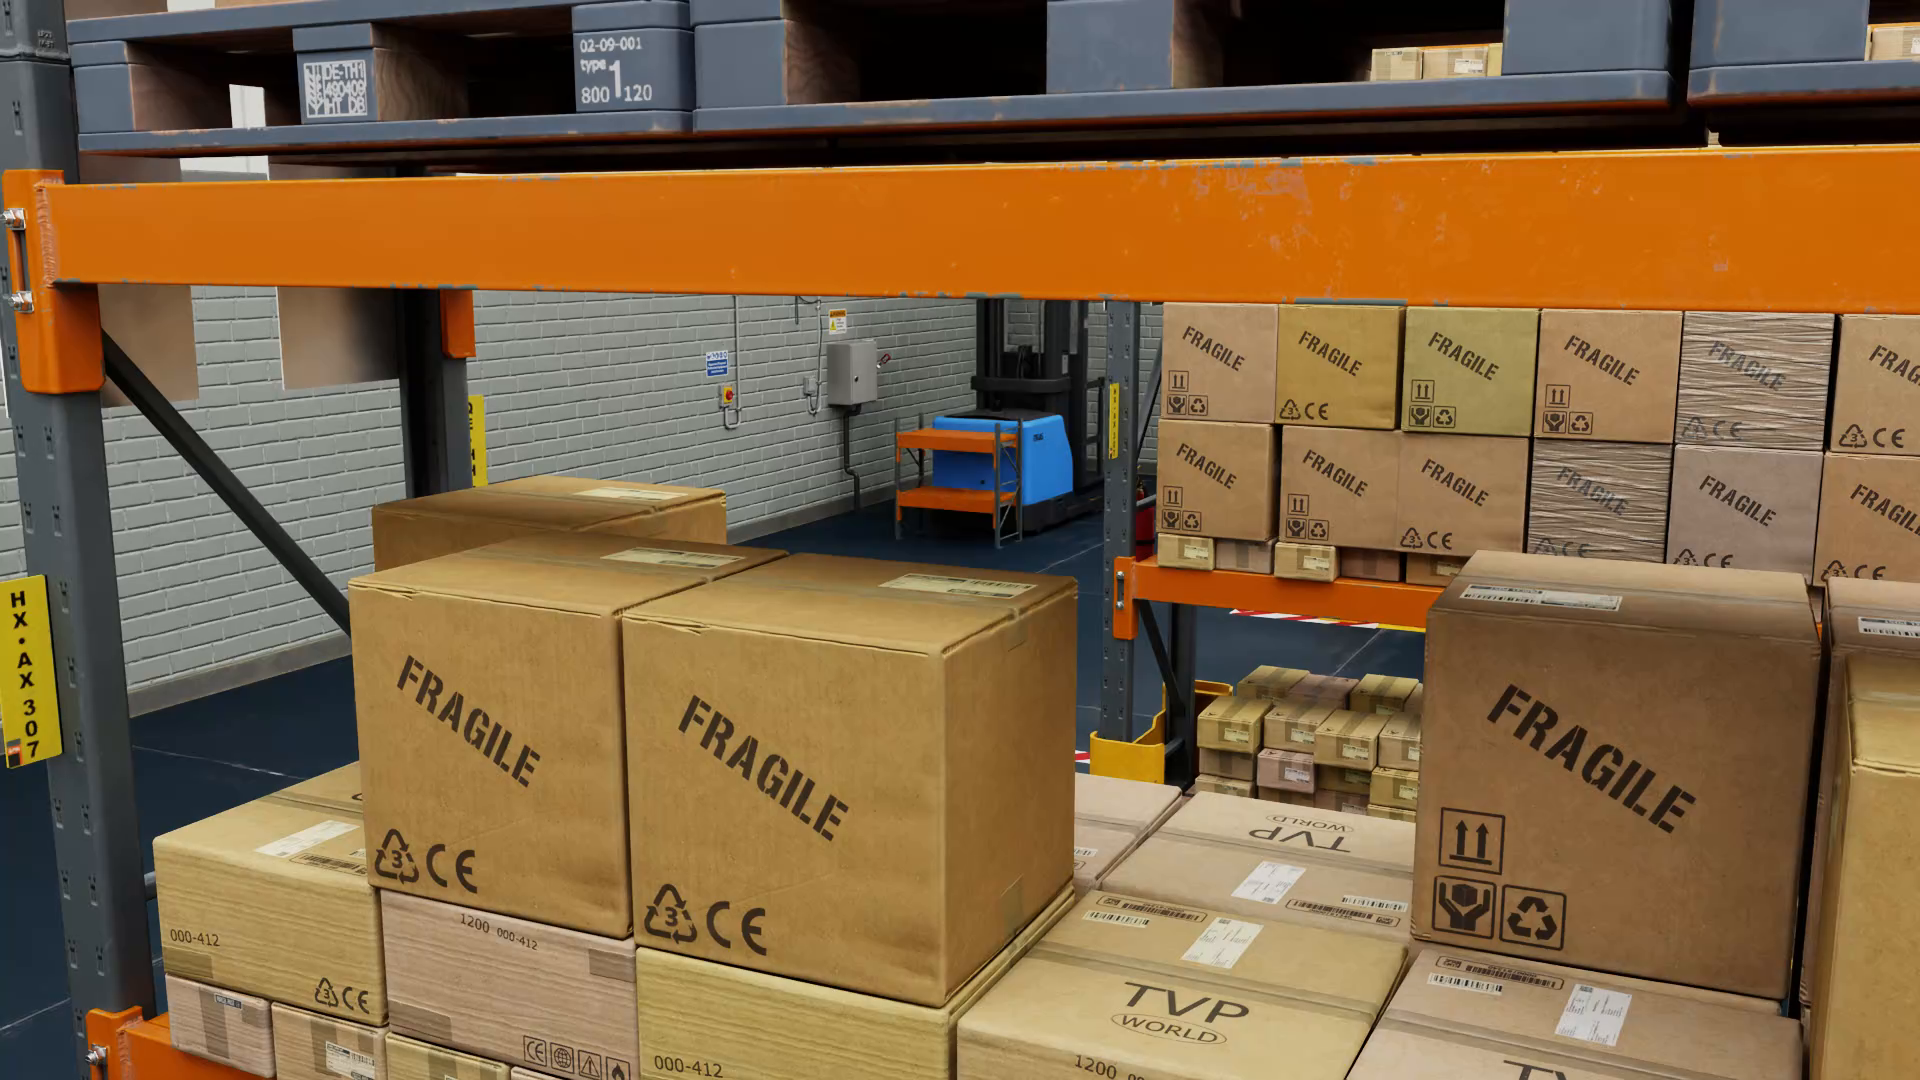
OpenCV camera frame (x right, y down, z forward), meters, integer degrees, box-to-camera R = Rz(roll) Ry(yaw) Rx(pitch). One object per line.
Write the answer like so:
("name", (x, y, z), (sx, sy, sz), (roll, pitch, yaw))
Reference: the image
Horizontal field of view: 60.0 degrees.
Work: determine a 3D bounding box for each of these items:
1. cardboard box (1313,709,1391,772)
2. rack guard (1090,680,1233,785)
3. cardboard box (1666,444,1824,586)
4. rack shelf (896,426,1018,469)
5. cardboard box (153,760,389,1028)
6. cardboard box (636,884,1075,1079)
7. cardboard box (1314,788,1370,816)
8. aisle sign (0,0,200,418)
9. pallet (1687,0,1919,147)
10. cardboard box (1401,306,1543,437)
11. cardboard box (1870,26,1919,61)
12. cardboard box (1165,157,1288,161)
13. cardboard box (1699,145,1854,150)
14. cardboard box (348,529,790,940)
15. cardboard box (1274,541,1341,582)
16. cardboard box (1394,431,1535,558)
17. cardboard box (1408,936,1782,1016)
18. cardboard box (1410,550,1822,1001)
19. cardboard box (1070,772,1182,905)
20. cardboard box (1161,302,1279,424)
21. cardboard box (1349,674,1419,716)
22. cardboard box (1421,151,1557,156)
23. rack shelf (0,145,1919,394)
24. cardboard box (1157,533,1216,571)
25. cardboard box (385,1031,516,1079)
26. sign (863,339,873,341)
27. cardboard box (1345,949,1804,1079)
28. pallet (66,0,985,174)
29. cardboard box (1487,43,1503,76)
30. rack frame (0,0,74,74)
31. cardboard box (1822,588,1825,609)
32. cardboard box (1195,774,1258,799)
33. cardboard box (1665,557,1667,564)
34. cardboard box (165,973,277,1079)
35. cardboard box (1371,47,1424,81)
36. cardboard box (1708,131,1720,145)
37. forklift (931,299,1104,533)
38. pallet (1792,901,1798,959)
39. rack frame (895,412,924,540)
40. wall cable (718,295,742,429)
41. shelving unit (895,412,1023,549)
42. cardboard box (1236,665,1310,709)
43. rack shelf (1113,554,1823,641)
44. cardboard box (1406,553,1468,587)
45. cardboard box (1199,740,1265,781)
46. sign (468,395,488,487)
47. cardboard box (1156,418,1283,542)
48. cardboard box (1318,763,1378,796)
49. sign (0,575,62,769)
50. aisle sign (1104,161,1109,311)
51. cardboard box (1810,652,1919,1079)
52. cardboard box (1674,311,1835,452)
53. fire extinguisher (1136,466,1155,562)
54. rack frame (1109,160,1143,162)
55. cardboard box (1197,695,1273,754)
("cardboard box", (1.701, 0.863, 7.195), (0.250, 0.149, 0.380), (5, 11, 26))
("rack guard", (0.980, 1.057, 7.985), (0.348, 0.500, 1.175), (5, 11, 26))
("cardboard box", (3.029, -0.133, 6.425), (0.500, 0.500, 0.500), (5, 11, 26))
("rack shelf", (-0.014, -0.841, 15.073), (1.000, 0.278, 0.538), (5, 12, 27))
("cardboard box", (-1.063, 0.614, 3.002), (0.500, 0.250, 0.500), (5, 11, 24))
("cardboard box", (-0.144, 0.694, 2.560), (0.500, 0.250, 0.500), (5, 11, 24))
("cardboard box", (1.737, 1.136, 7.358), (0.250, 0.149, 0.380), (5, 11, 26))
("aisle sign", (-1.571, -0.632, 2.998), (0.004, 0.787, 0.394), (5, 11, 26))
("pallet", (1.484, -0.578, 1.827), (1.213, 0.211, 1.003), (5, 11, 26))
("cardboard box", (2.109, -0.705, 6.781), (0.500, 0.500, 0.500), (5, 11, 25))
("cardboard box", (3.435, -1.760, 6.009), (0.250, 0.149, 0.380), (5, 12, 28))
("cardboard box", (1.201, -1.505, 7.121), (0.500, 0.250, 0.500), (5, 12, 28))
("cardboard box", (3.041, -1.343, 6.224), (0.500, 0.250, 0.500), (5, 11, 25))
("cardboard box", (-0.614, 0.284, 2.718), (0.500, 0.500, 0.500), (5, 11, 24))
("cardboard box", (1.521, 0.066, 7.149), (0.250, 0.149, 0.380), (5, 11, 24))
("cardboard box", (2.117, -0.216, 6.886), (0.500, 0.500, 0.500), (5, 11, 27))
("cardboard box", (0.997, 0.689, 2.585), (0.500, 0.250, 0.500), (5, 12, 27))
("cardboard box", (0.990, 0.320, 2.519), (0.500, 0.500, 0.500), (5, 11, 24))
("cardboard box", (0.090, 0.609, 3.030), (0.500, 0.250, 0.500), (5, 11, 24))
("cardboard box", (1.197, -0.789, 7.242), (0.500, 0.500, 0.500), (5, 11, 25))
("cardboard box", (1.987, 0.755, 7.792), (0.250, 0.149, 0.380), (5, 11, 25))
("cardboard box", (2.139, -1.424, 6.675), (0.500, 0.250, 0.500), (5, 11, 24))
("rack shelf", (0.420, -0.359, 2.389), (4.000, 0.370, 1.077), (5, 11, 26))
("cardboard box", (1.057, 0.023, 7.388), (0.250, 0.149, 0.380), (5, 11, 25))
("cardboard box", (-0.741, 0.850, 2.818), (0.250, 0.149, 0.380), (5, 11, 24))
("sign", (-0.963, -1.790, 16.967), (0.001, 0.494, 0.329), (5, 11, 26))
("cardboard box", (0.778, 0.775, 2.114), (0.500, 0.250, 0.500), (5, 12, 27))
("pallet", (-0.704, -0.770, 2.890), (1.213, 0.211, 1.003), (5, 11, 26))
("cardboard box", (2.223, -1.847, 6.486), (0.250, 0.149, 0.380), (5, 12, 28))
("rack frame", (-1.374, -2.347, 2.929), (0.127, 3.000, 1.000), (5, 11, 26))
("cardboard box", (3.446, 0.210, 6.352), (0.250, 0.149, 0.380), (5, 11, 24))
("cardboard box", (1.240, 1.110, 7.502), (0.250, 0.149, 0.380), (5, 12, 27))
("cardboard box", (2.705, 0.163, 6.612), (0.250, 0.149, 0.380), (5, 12, 27))
("cardboard box", (-1.201, 0.810, 3.039), (0.250, 0.149, 0.380), (5, 11, 26))
("cardboard box", (1.751, -1.886, 6.704), (0.250, 0.149, 0.380), (5, 11, 27))
("cardboard box", (3.041, -1.591, 6.192), (0.500, 0.250, 0.500), (6, 12, 28))
("forklift", (0.844, -1.727, 16.541), (1.130, 2.935, 3.031), (5, 11, 26))
("pallet", (3.881, 1.461, 6.564), (1.213, 0.211, 1.003), (5, 11, 26))
("rack frame", (-0.465, -0.594, 15.356), (0.032, 1.125, 0.500), (5, 12, 27))
("wall cable", (-2.056, -1.933, 14.549), (0.123, 1.953, 0.585), (5, 11, 26))
("shelving unit", (-0.014, -0.553, 15.125), (1.048, 1.125, 0.538), (5, 12, 27))
("cardboard box", (1.499, 0.726, 7.952), (0.250, 0.149, 0.380), (5, 11, 26))
("rack shelf", (2.705, 0.333, 6.989), (4.000, 0.370, 1.077), (5, 11, 26))
("cardboard box", (2.047, 0.090, 7.017), (0.250, 0.149, 0.380), (5, 11, 25))
("cardboard box", (1.268, 0.953, 7.531), (0.250, 0.149, 0.380), (6, 12, 28))
("sign", (-1.121, -0.167, 3.811), (0.005, 0.325, 0.100), (5, 11, 26))
("cardboard box", (1.192, -0.295, 7.321), (0.500, 0.500, 0.500), (6, 12, 29))
("cardboard box", (1.747, 0.989, 7.334), (0.250, 0.149, 0.380), (5, 11, 27))
("sign", (-1.625, 0.229, 2.892), (0.005, 0.325, 0.100), (5, 11, 26))
("aisle sign", (0.713, -1.416, 7.331), (0.004, 0.787, 0.394), (5, 11, 26))
("cardboard box", (1.236, 0.445, 1.827), (0.500, 0.500, 0.500), (5, 11, 26))
("cardboard box", (3.039, -0.628, 6.351), (0.500, 0.500, 0.500), (5, 12, 27))
("fire extinguisher", (0.890, -0.051, 8.353), (0.183, 0.674, 0.296), (5, 11, 26))
("rack frame", (0.912, -3.131, 7.261), (0.127, 3.000, 1.000), (5, 11, 26))
("cardboard box", (1.231, 0.820, 7.431), (0.250, 0.149, 0.380), (4, 11, 23))
